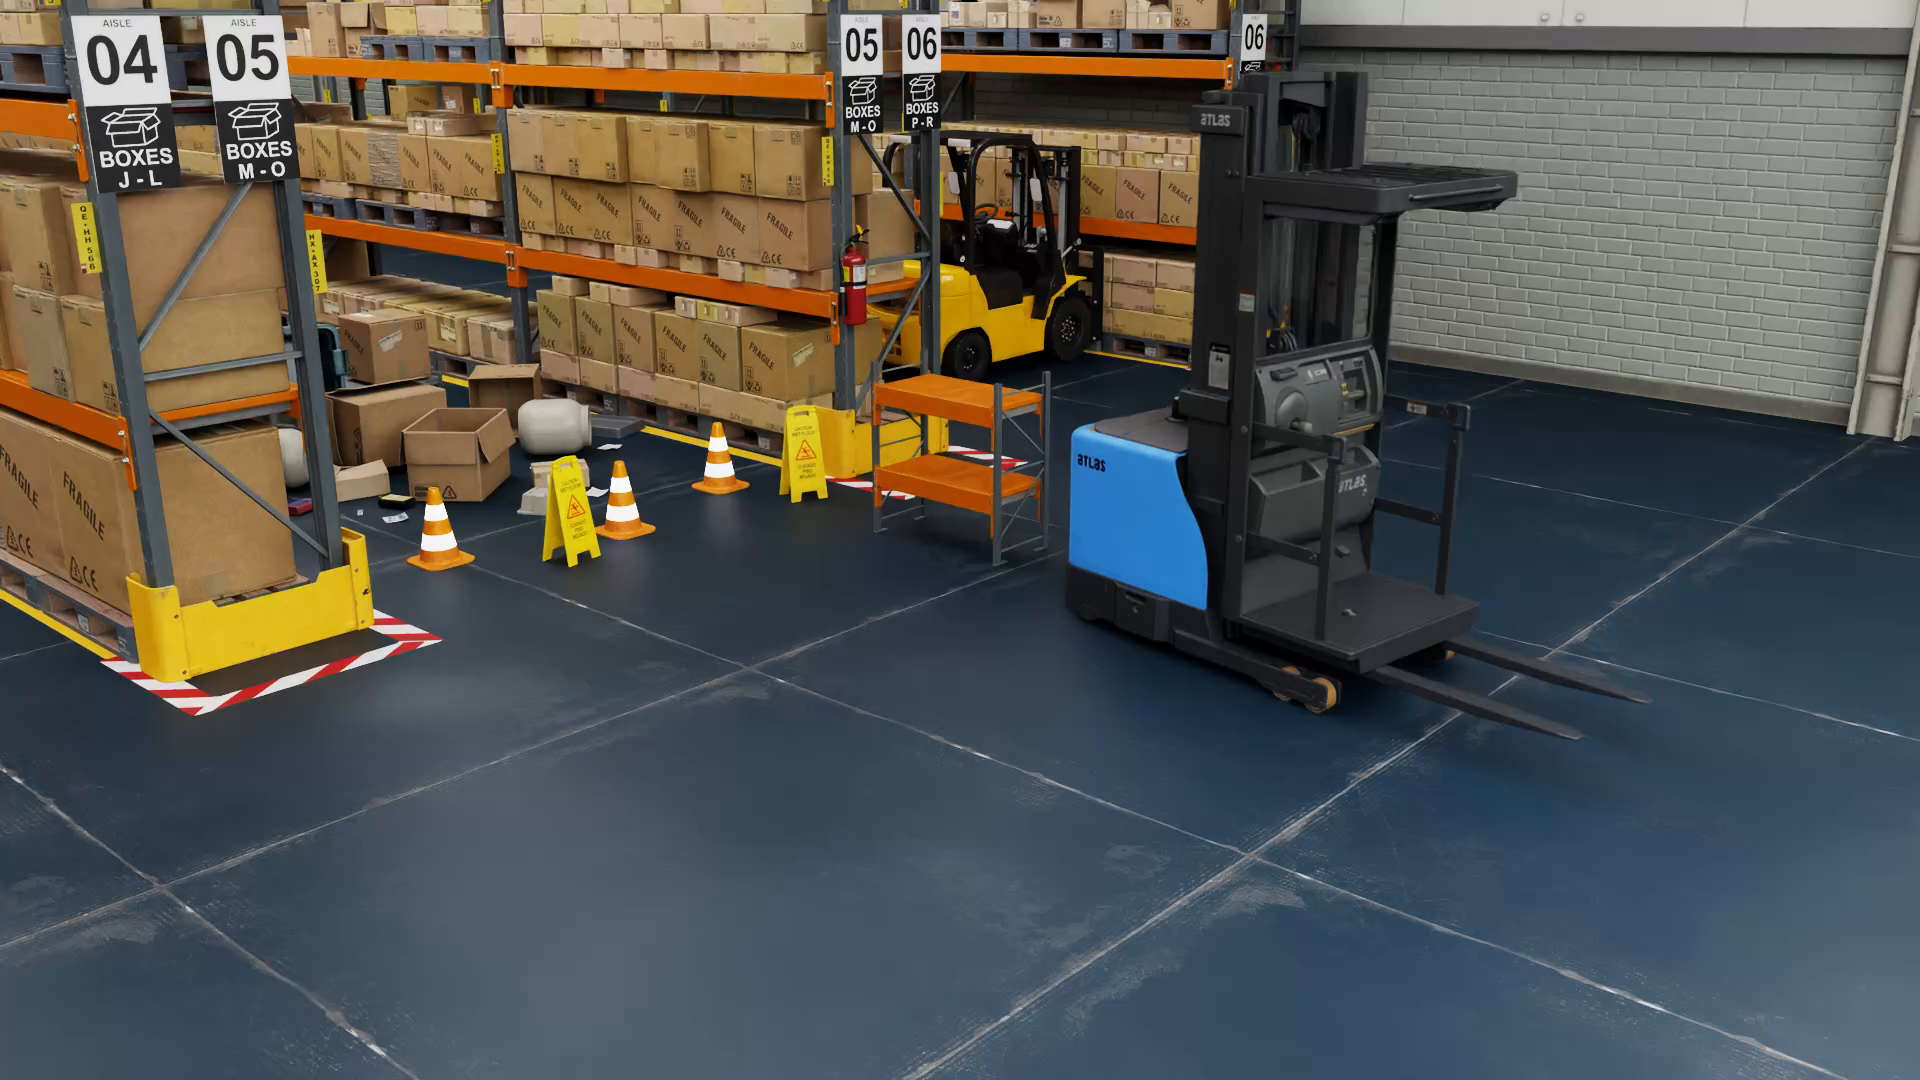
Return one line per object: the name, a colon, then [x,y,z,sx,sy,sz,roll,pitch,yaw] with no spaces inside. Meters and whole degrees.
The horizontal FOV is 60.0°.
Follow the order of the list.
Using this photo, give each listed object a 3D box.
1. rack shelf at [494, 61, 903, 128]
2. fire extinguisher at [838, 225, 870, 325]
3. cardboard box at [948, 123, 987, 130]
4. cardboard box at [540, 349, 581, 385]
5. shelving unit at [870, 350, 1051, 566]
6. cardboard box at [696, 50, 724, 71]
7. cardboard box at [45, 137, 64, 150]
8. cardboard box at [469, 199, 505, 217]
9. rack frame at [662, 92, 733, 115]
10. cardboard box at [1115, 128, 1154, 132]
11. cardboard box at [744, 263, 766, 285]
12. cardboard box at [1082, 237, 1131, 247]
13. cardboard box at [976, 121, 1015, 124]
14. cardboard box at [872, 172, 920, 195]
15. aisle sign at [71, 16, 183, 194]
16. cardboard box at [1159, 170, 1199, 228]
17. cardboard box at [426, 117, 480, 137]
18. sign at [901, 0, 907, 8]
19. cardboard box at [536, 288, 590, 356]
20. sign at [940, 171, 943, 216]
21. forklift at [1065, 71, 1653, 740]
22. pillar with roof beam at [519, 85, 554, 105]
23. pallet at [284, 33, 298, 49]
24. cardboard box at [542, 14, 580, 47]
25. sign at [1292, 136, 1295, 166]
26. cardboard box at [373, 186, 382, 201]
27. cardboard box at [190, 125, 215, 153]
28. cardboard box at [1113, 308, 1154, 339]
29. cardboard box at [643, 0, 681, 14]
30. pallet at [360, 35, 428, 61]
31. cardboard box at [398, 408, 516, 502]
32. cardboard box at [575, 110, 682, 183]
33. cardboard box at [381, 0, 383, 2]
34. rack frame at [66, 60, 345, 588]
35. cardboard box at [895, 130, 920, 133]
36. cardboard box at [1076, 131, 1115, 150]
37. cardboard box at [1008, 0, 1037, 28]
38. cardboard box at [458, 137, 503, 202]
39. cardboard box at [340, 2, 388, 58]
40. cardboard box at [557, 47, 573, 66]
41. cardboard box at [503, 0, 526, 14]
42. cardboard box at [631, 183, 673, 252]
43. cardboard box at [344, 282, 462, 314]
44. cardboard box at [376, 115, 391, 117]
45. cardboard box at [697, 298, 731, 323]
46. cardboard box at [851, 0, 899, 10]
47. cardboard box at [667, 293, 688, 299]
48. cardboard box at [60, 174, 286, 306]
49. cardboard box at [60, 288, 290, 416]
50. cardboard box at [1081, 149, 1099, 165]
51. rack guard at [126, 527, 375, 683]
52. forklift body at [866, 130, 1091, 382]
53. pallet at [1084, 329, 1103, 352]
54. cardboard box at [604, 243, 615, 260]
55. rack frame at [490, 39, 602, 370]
rack shelf: [-2.017,-3.503,12.921,4.000,0.370,1.077,15,23,39]
fire extinguisher: [-0.742,-1.850,11.611,0.183,0.674,0.296,15,23,39]
cardboard box: [0.088,-4.281,17.412,0.250,0.149,0.380,15,23,40]
cardboard box: [-3.251,-1.528,14.318,0.500,0.250,0.500,14,22,37]
shelving unit: [-0.005,-0.538,10.446,1.048,1.125,0.538,15,23,39]
cardboard box: [-1.721,-3.542,12.269,0.250,0.149,0.380,15,23,39]
cardboard box: [-10.787,-4.707,20.318,0.500,0.500,0.500,15,23,38]
cardboard box: [-4.081,-2.939,14.634,0.250,0.149,0.380,15,23,40]
rack frame: [-3.213,-4.745,20.603,0.127,3.000,1.000,15,23,39]
cardboard box: [1.761,-4.038,16.647,0.250,0.149,0.380,14,23,38]
cardboard box: [-1.384,-2.004,12.381,0.250,0.149,0.380,15,23,38]
cardboard box: [1.415,-2.951,17.148,0.500,0.250,0.500,14,23,38]
cardboard box: [0.378,-4.385,17.739,0.250,0.149,0.380,14,23,38]
cardboard box: [-0.772,-3.912,18.227,0.500,0.250,0.500,16,23,40]
aisle sign: [-3.877,-2.031,7.756,0.004,0.787,0.394,15,23,39]
cardboard box: [2.228,-3.225,15.651,0.500,0.500,0.500,14,23,38]
cardboard box: [-4.532,-3.693,14.867,0.250,0.149,0.380,14,22,38]
sign: [-0.574,-5.643,17.100,0.005,0.325,0.100,15,23,39]
cardboard box: [-3.251,-1.885,14.204,0.500,0.500,0.500,16,24,42]
sign: [-0.161,-2.550,12.257,0.005,0.325,0.100,15,23,39]
forklift: [1.925,-0.739,8.094,1.130,2.935,3.031,-15,23,-38]
pillar with roof beam: [-8.985,-7.777,20.240,0.400,9.000,9.100,15,23,39]
pallet: [-7.022,-5.078,17.006,1.003,0.211,1.213,16,24,42]
cardboard box: [-2.974,-4.066,13.262,0.500,0.250,0.500,15,23,39]
sign: [3.144,-3.713,15.791,0.005,0.325,0.100,15,23,39]
cardboard box: [-5.361,-3.326,15.853,0.250,0.149,0.380,16,24,41]
cardboard box: [-7.821,-4.392,17.674,0.500,0.500,0.500,15,23,39]
cardboard box: [1.844,-2.153,16.287,0.500,0.250,0.500,15,23,39]
cardboard box: [-2.139,-4.006,12.414,0.250,0.149,0.380,16,23,41]
pallet: [-4.682,-4.513,15.226,1.003,0.211,1.213,15,23,39]
cardboard box: [-3.515,-0.605,11.685,0.637,0.503,0.797,0,18,2]
cardboard box: [-2.603,-3.132,13.211,0.500,0.500,0.700,14,23,38]
cardboard box: [-7.890,-7.639,23.694,0.500,0.250,0.500,16,24,41]
rack frame: [-3.731,-0.874,8.408,0.127,3.000,1.000,15,23,39]
cardboard box: [-0.507,-4.483,18.541,0.250,0.149,0.380,14,22,37]
cardboard box: [1.342,-3.895,16.196,0.250,0.149,0.380,16,23,40]
cardboard box: [0.687,-5.188,16.405,0.258,0.266,0.396,14,23,38]
cardboard box: [-4.011,-3.248,14.536,0.500,0.500,0.500,15,23,38]
cardboard box: [-5.345,-4.800,15.648,0.637,0.503,0.797,15,23,39]
cardboard box: [-3.025,-3.920,13.460,0.250,0.149,0.380,15,23,39]
cardboard box: [-3.494,-4.371,13.563,0.250,0.149,0.380,15,23,38]
cardboard box: [-2.220,-2.559,13.061,0.500,0.500,0.500,15,23,40]
cardboard box: [-5.532,-2.306,16.570,0.625,0.372,0.950,14,23,38]
cardboard box: [-8.676,-6.389,25.540,0.500,0.250,0.500,16,24,41]
cardboard box: [-1.799,-1.782,12.808,0.250,0.149,0.380,16,23,40]
cardboard box: [-0.652,-3.822,11.834,0.250,0.149,0.380,15,23,39]
cardboard box: [-2.128,-1.803,13.945,0.500,0.500,0.500,17,24,42]
cardboard box: [-3.983,-1.544,8.484,0.550,0.550,0.875,15,23,39]
cardboard box: [-4.039,-1.010,8.588,0.550,0.550,0.875,15,23,39]
cardboard box: [1.350,-3.753,16.242,0.250,0.149,0.380,15,23,40]
rack guard: [-3.713,0.322,8.771,0.348,0.500,1.175,15,23,39]
forklift body: [0.141,-2.702,15.569,1.214,2.155,2.313,15,23,39]
pallet: [1.263,-2.198,17.189,1.213,0.211,1.003,15,23,39]
cardboard box: [-2.666,-2.373,13.544,0.250,0.149,0.380,15,23,39]
rack frame: [-3.513,-2.818,14.531,0.127,3.000,1.000,15,23,39]
